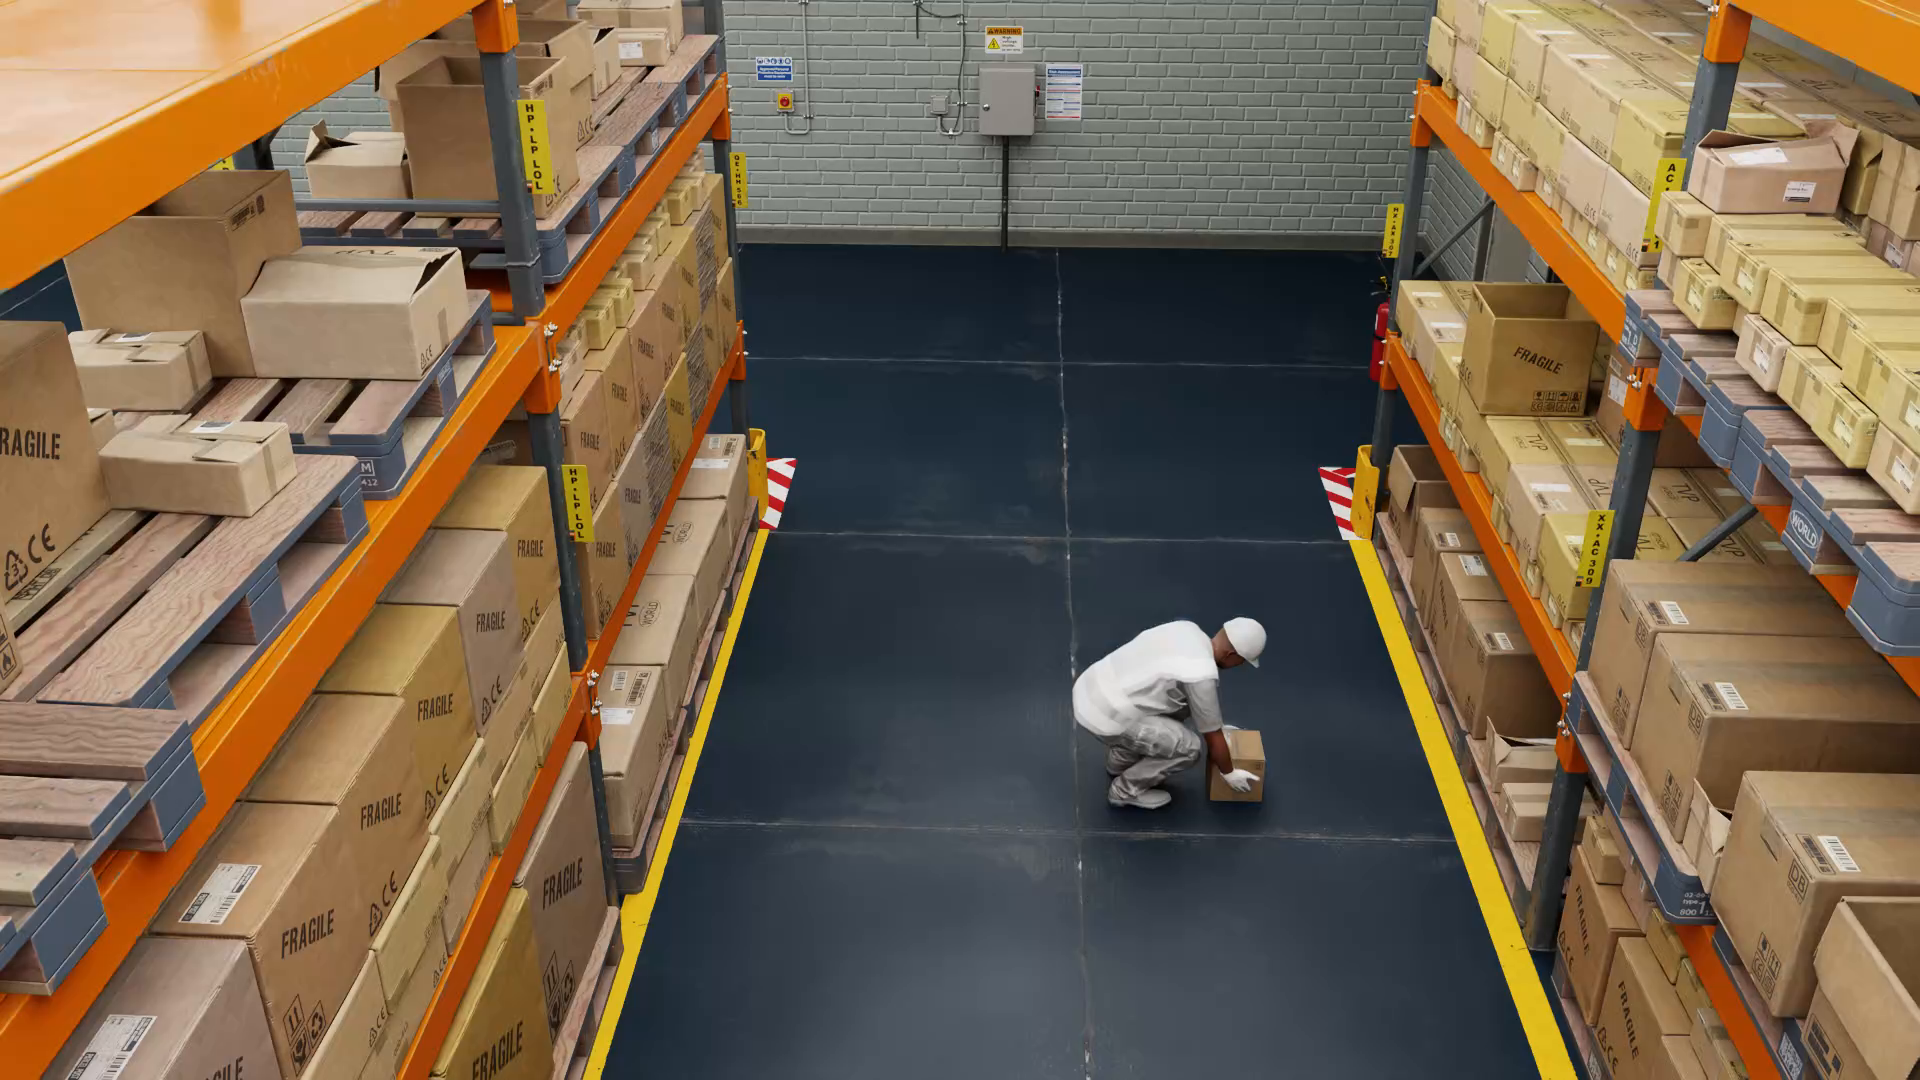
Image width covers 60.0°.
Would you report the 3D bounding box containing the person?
[{"bbox_3d":[0.997,0.796,8.018,0.908,0.922,0.577,1,28,2],"label":"person"}]
